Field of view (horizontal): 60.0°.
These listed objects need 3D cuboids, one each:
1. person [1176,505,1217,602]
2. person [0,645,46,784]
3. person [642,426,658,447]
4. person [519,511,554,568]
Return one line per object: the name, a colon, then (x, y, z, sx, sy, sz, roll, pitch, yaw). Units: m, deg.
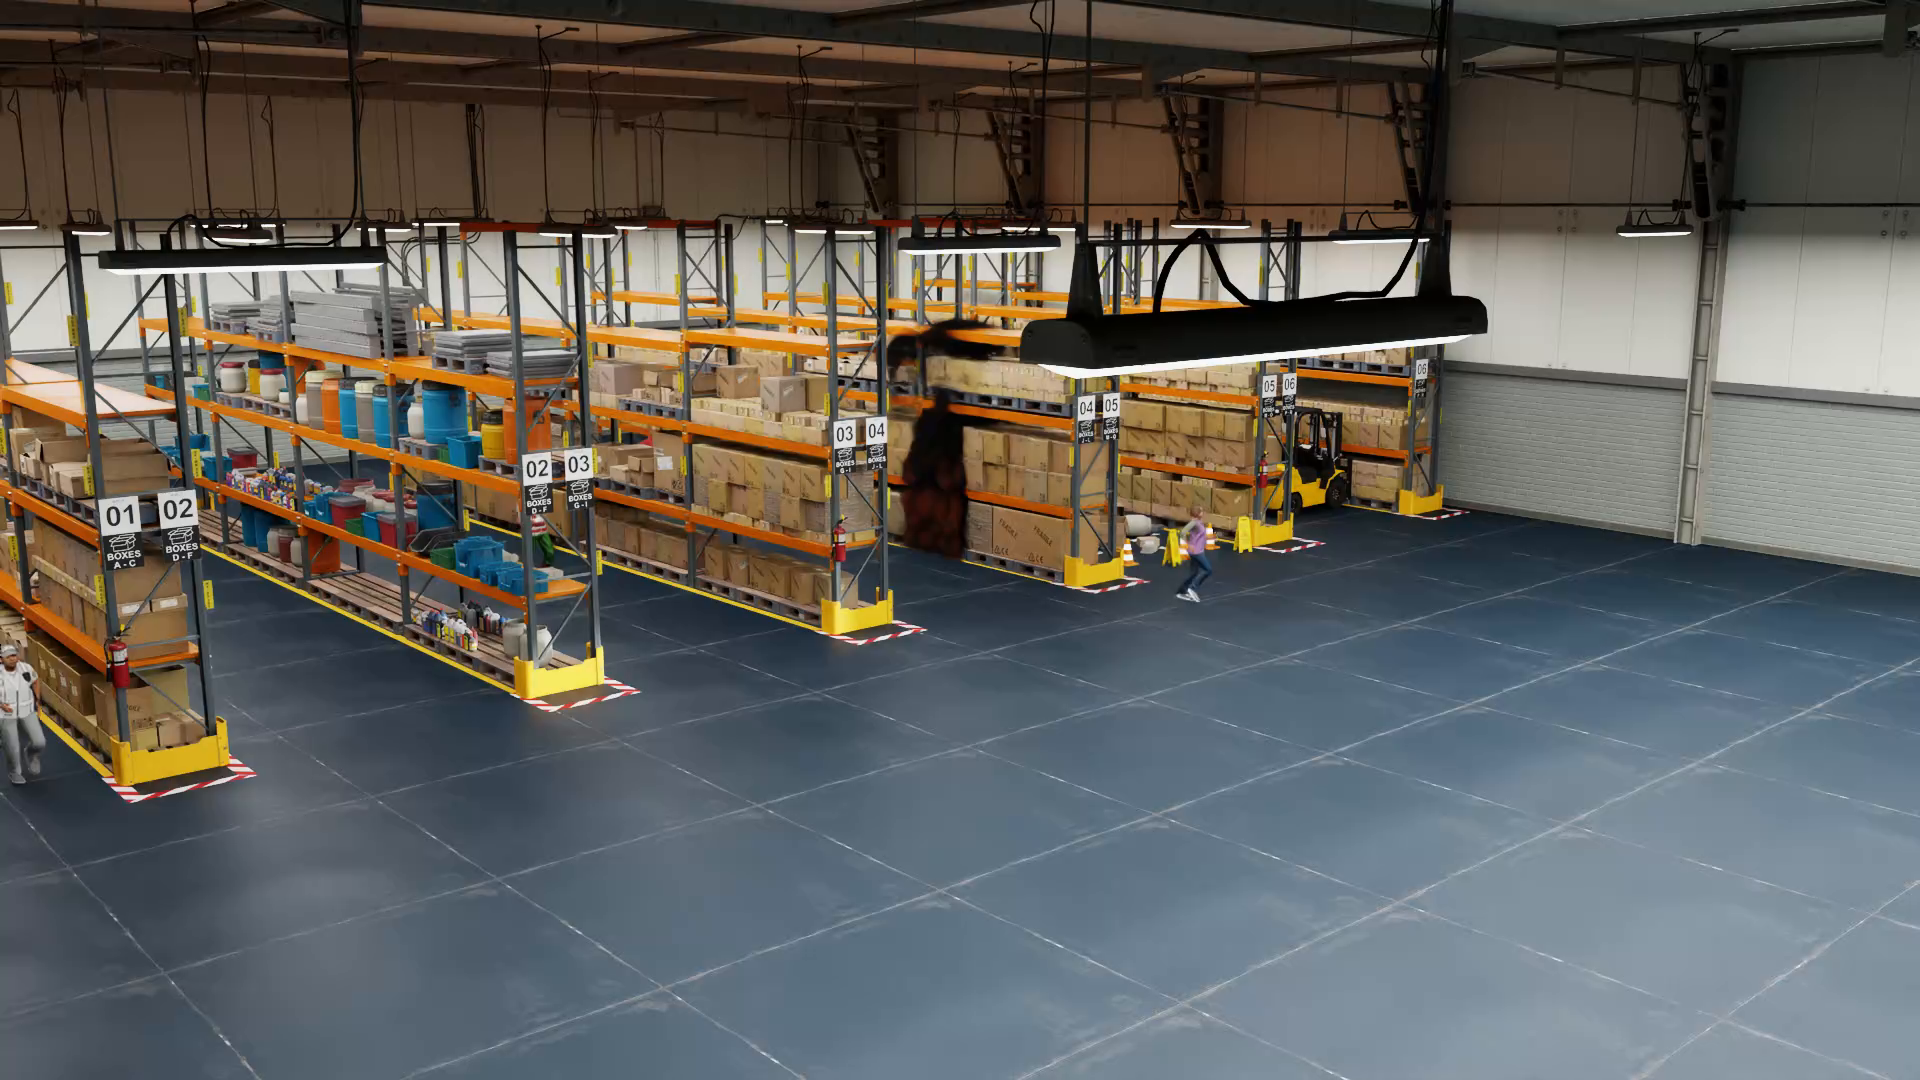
person: (3.812, 0.213, 26.768, 0.634, 1.579, 0.515, 2, 12, 9)
person: (-10.362, 1.925, 18.273, 0.617, 1.608, 0.623, -10, 15, -42)
person: (-6.484, -1.592, 35.498, 0.678, 1.692, 0.917, -10, 15, -40)
person: (-7.061, -0.058, 27.614, 0.795, 1.853, 0.681, 8, 14, 34)
